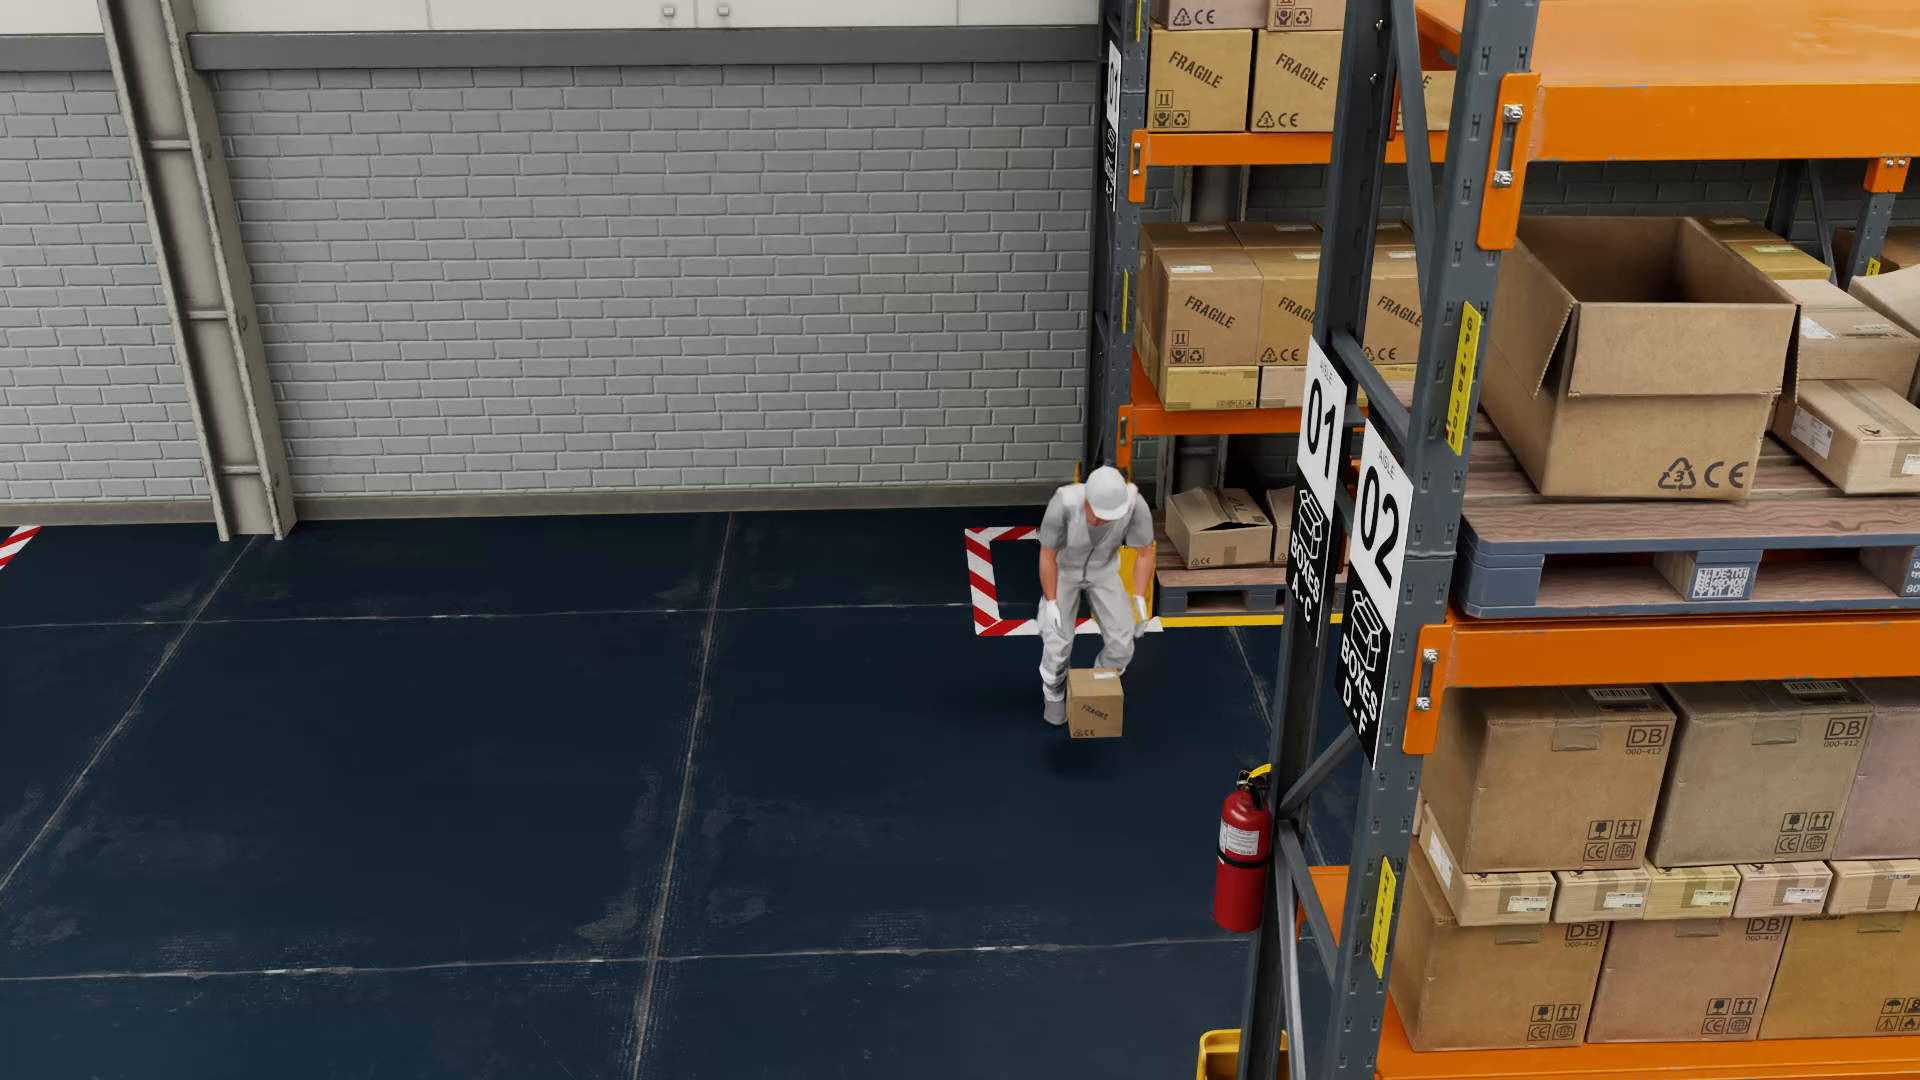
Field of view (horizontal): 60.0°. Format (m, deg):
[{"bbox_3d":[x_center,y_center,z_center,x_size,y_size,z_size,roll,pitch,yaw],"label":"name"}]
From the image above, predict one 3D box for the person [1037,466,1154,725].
[{"bbox_3d":[0.677,0.245,8.403,0.579,1.528,0.690,-2,27,-4],"label":"person"}]
